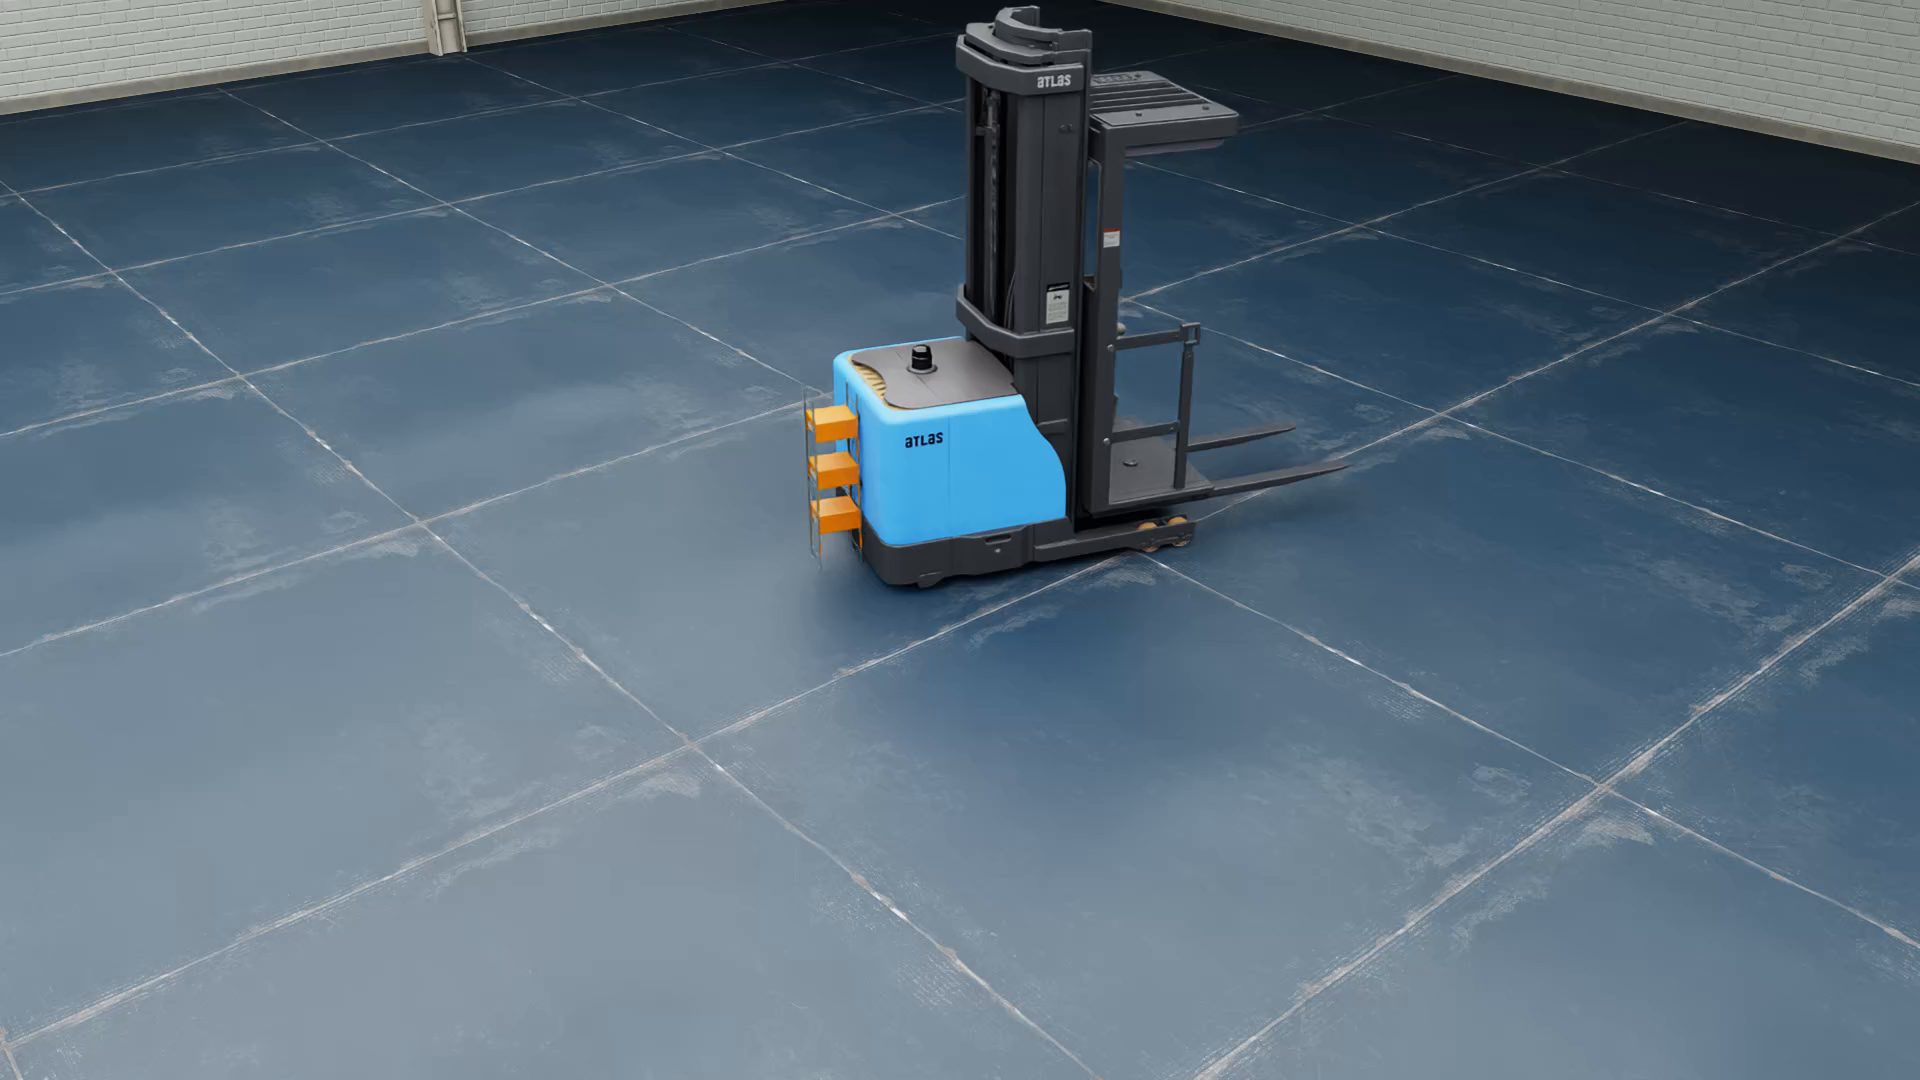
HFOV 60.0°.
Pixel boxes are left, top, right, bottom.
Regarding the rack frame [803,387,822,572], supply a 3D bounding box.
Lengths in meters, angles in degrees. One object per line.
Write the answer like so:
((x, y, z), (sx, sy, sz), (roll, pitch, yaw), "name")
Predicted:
((-0.821, -0.328, 9.249), (0.008, 1.050, 0.200), (-10, 30, -18), "rack frame")

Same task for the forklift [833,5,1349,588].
((0.836, -1.447, 9.348), (3.031, 2.935, 1.130), (-10, 30, -18), "forklift")

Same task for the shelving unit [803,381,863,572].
((-0.707, -0.348, 9.287), (0.252, 1.050, 0.215), (-10, 30, -18), "shelving unit")

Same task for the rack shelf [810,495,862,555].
((-0.707, -0.093, 9.423), (0.240, 0.259, 0.215), (-10, 30, -18), "rack shelf")

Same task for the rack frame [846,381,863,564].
((-0.592, -0.368, 9.324), (0.008, 1.050, 0.200), (-10, 30, -18), "rack frame")

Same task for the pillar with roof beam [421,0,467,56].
((-3.867, -8.779, 16.630), (0.400, 9.000, 9.100), (-22, 35, -35), "pillar with roof beam")

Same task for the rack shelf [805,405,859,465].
((-0.707, -0.589, 9.158), (0.240, 0.259, 0.215), (-10, 30, -18), "rack shelf")

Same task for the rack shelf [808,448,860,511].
((-0.707, -0.338, 9.292), (0.240, 0.259, 0.215), (-10, 30, -18), "rack shelf")
